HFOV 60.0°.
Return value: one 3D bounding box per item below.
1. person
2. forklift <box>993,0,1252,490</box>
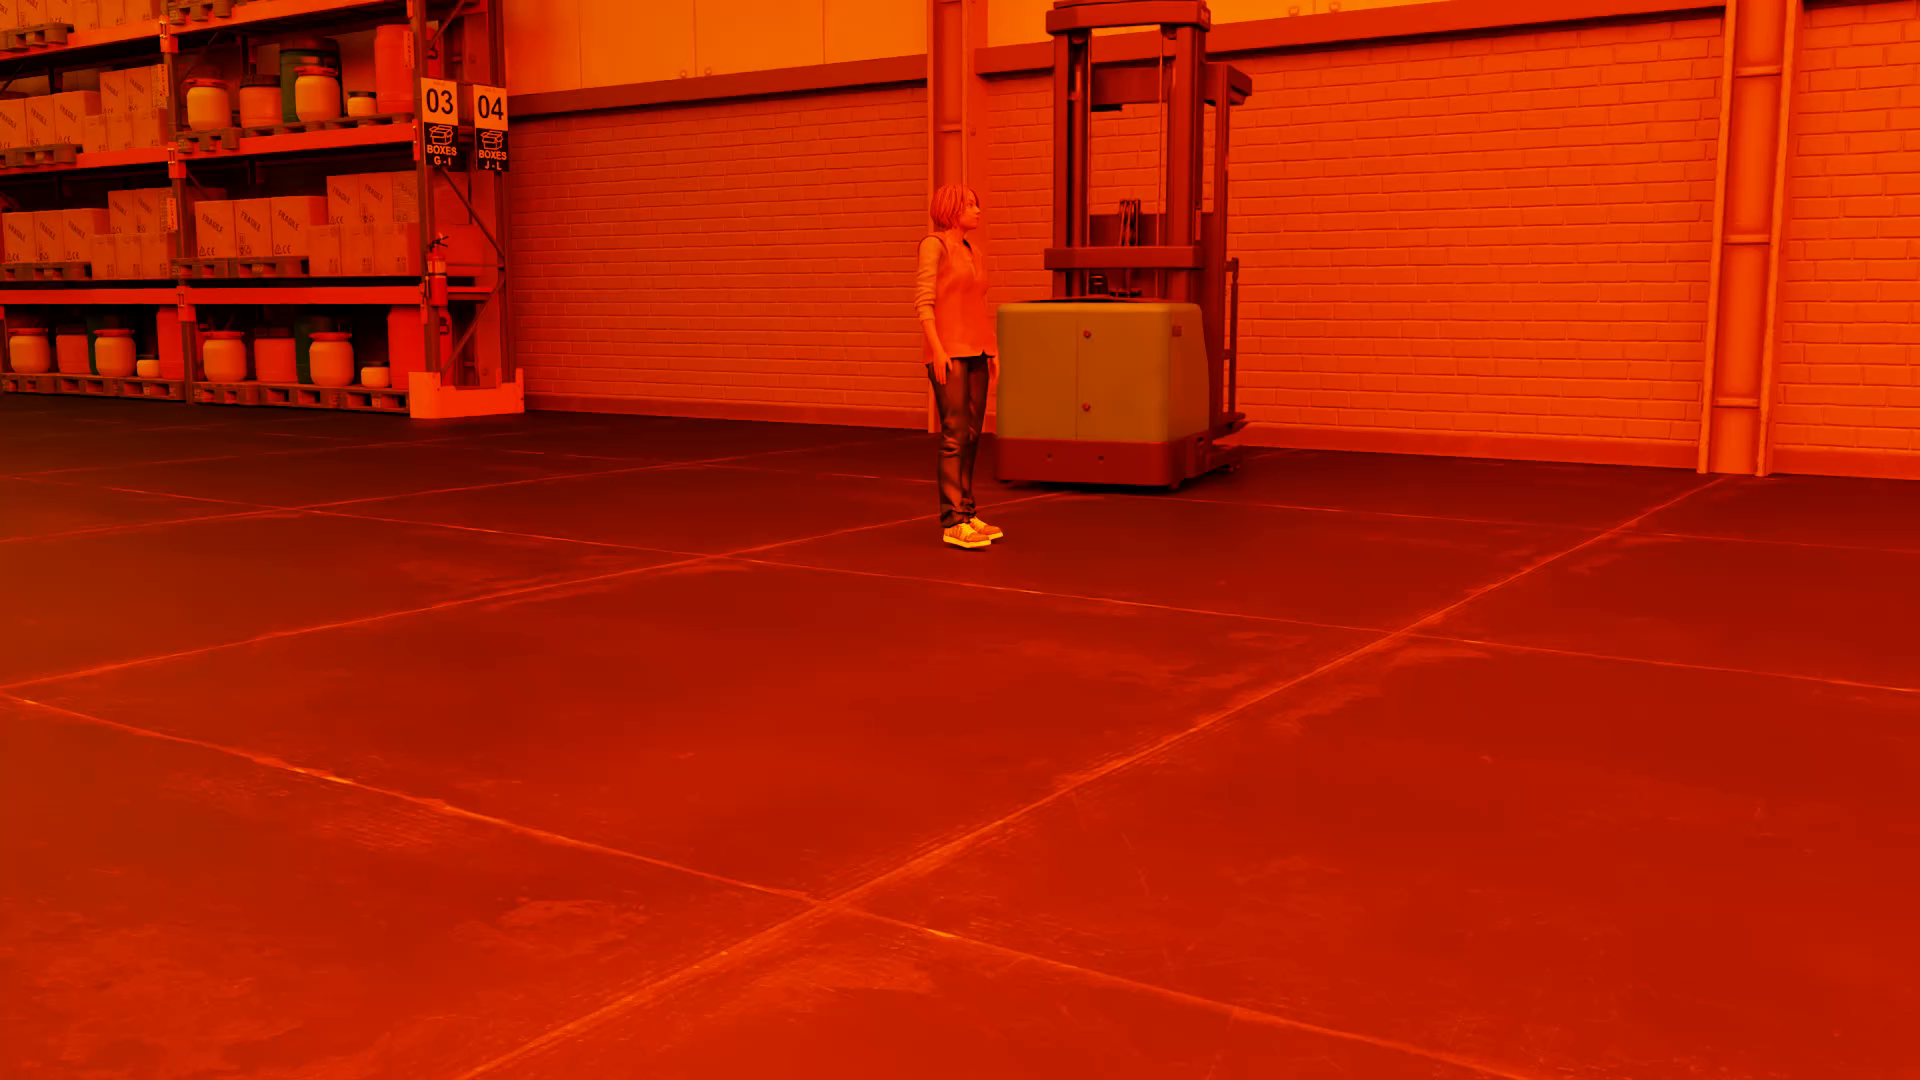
[{"bbox_3d":[0.054,-0.790,7.438,0.473,1.599,0.521,5,10,34],"label":"person"},{"bbox_3d":[1.205,-1.901,10.560,1.130,2.935,3.031,3,9,21],"label":"forklift"}]
